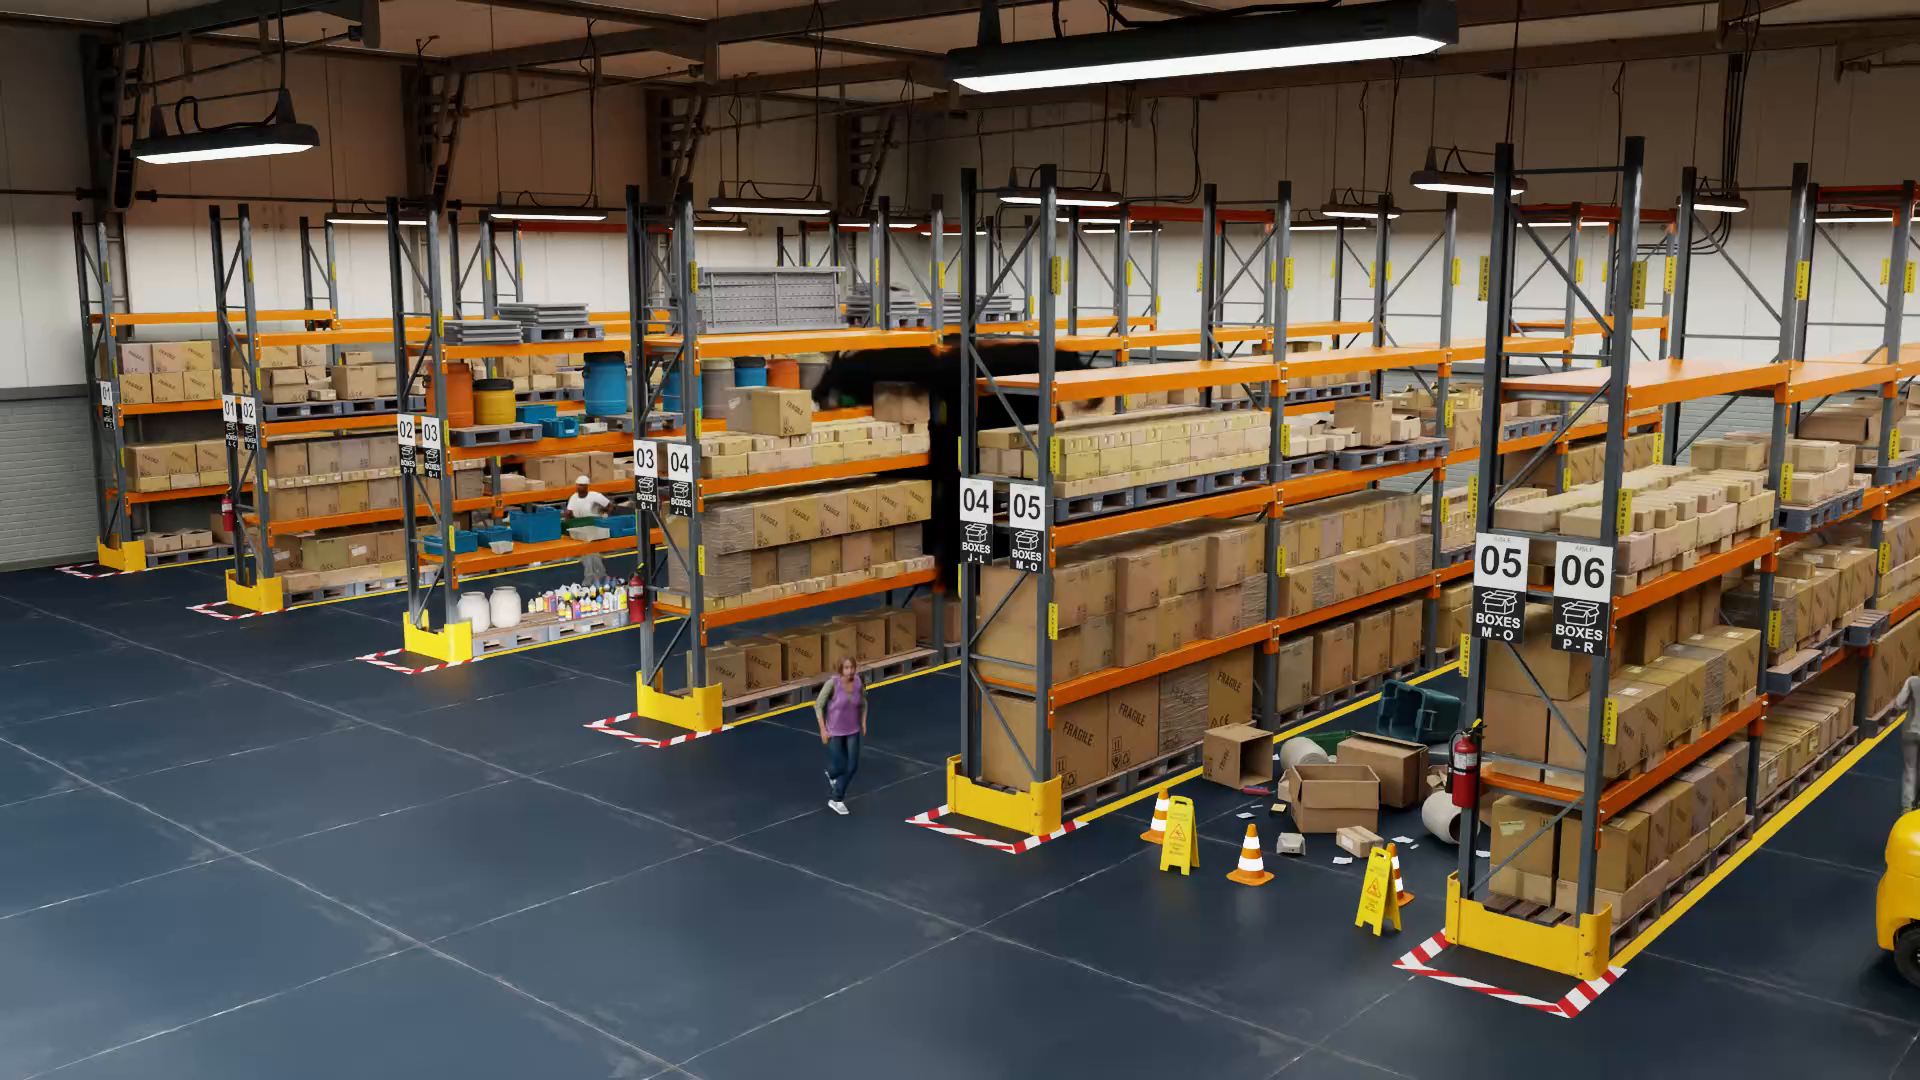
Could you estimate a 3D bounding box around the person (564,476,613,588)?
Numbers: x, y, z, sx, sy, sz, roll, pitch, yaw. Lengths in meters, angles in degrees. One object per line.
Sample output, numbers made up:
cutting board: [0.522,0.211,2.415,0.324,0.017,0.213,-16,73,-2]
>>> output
person: [-6.032,-0.142,26.827,0.651,1.810,0.834,7,12,35]

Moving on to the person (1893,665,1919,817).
person: [8.894,1.838,15.335,0.566,1.614,0.780,7,12,35]

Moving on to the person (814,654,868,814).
person: [-1.141,1.813,15.801,0.544,1.552,0.565,-4,10,-25]
